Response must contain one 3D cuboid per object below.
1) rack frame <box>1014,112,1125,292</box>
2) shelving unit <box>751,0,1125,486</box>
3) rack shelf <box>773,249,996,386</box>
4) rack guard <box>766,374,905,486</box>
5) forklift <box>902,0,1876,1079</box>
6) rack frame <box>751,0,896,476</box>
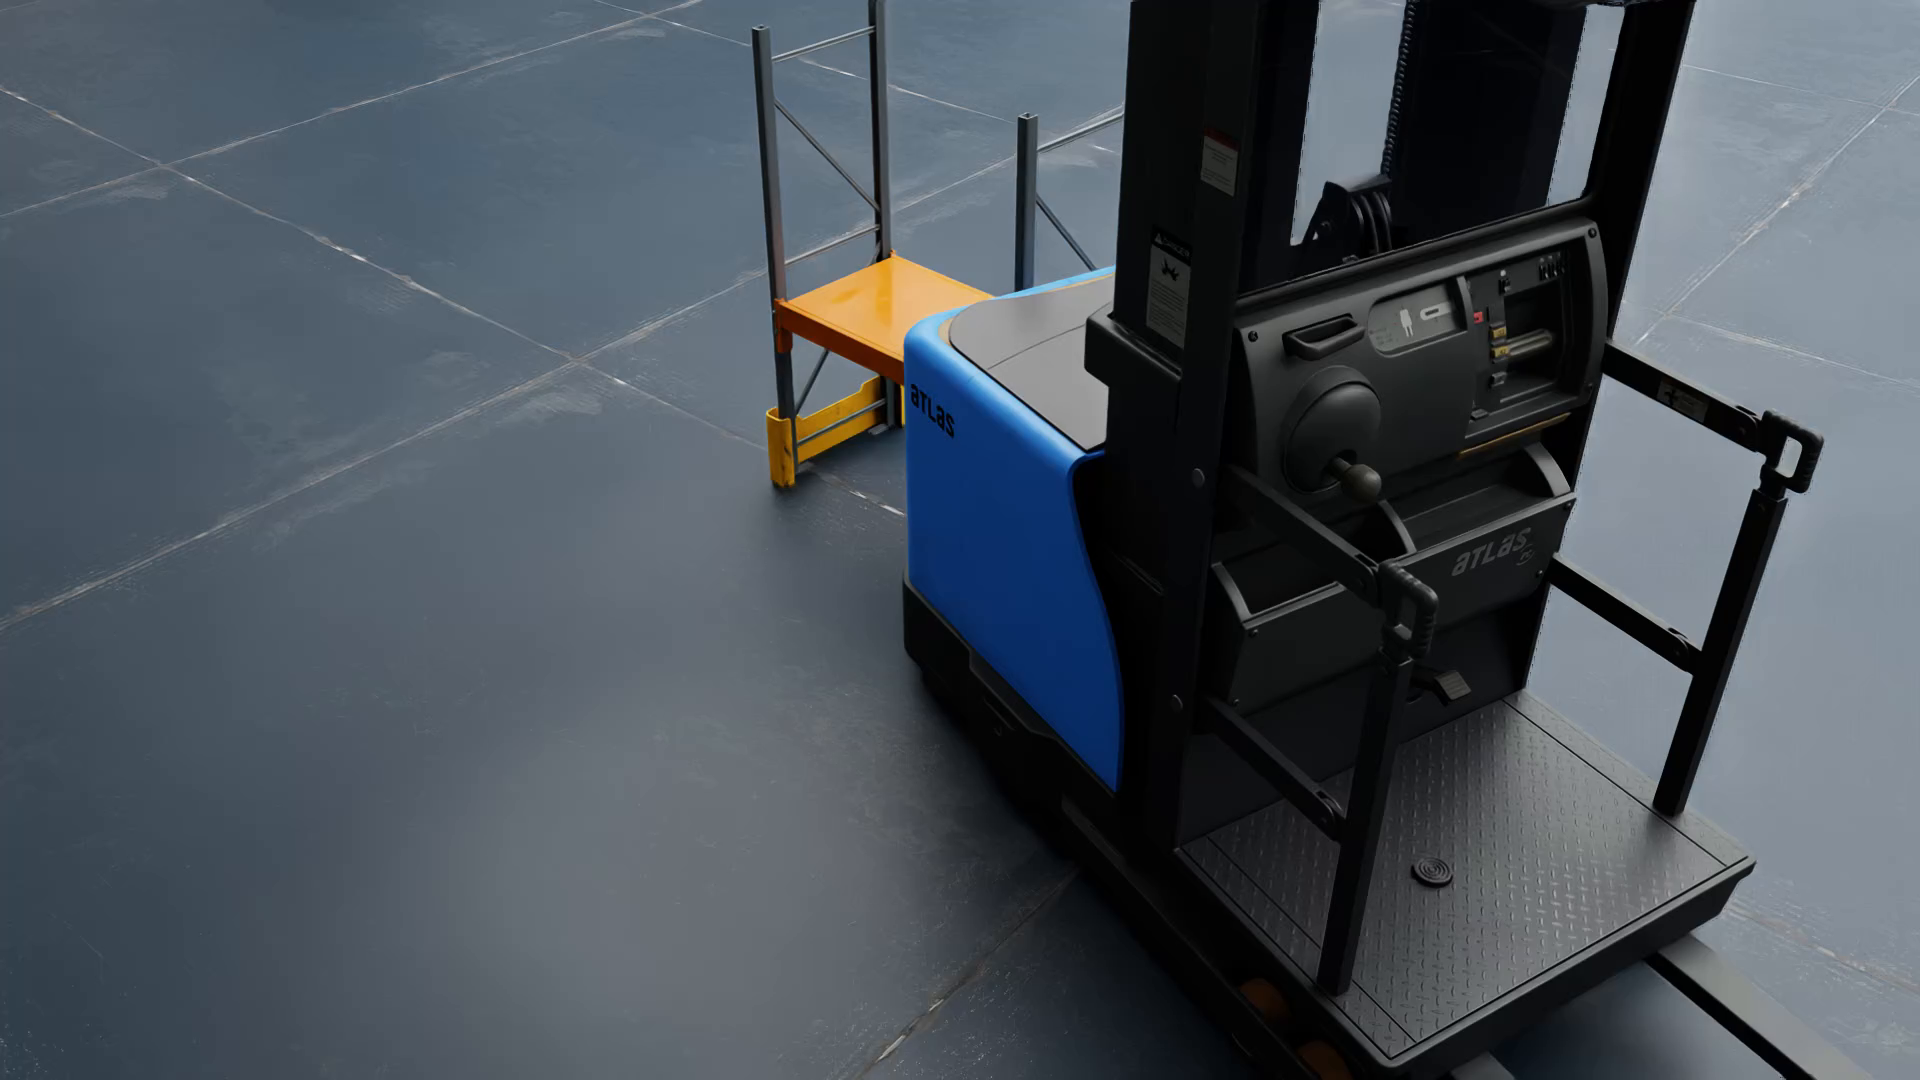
[{"bbox_3d":[0.327,-0.532,4.700,0.032,1.500,0.500,28,44,35],"label":"rack frame"},{"bbox_3d":[-0.047,-0.734,4.994,1.083,1.500,0.587,28,44,35],"label":"shelving unit"},{"bbox_3d":[-0.041,-0.582,5.091,1.000,0.185,0.538,28,44,35],"label":"rack shelf"},{"bbox_3d":[-0.407,-0.414,5.632,0.087,0.250,0.587,28,44,35],"label":"rack guard"},{"bbox_3d":[1.031,-0.295,3.091,1.130,2.935,3.031,-19,39,-25],"label":"forklift"},{"bbox_3d":[-0.408,-0.929,5.279,0.032,1.500,0.500,28,44,35],"label":"rack frame"}]
